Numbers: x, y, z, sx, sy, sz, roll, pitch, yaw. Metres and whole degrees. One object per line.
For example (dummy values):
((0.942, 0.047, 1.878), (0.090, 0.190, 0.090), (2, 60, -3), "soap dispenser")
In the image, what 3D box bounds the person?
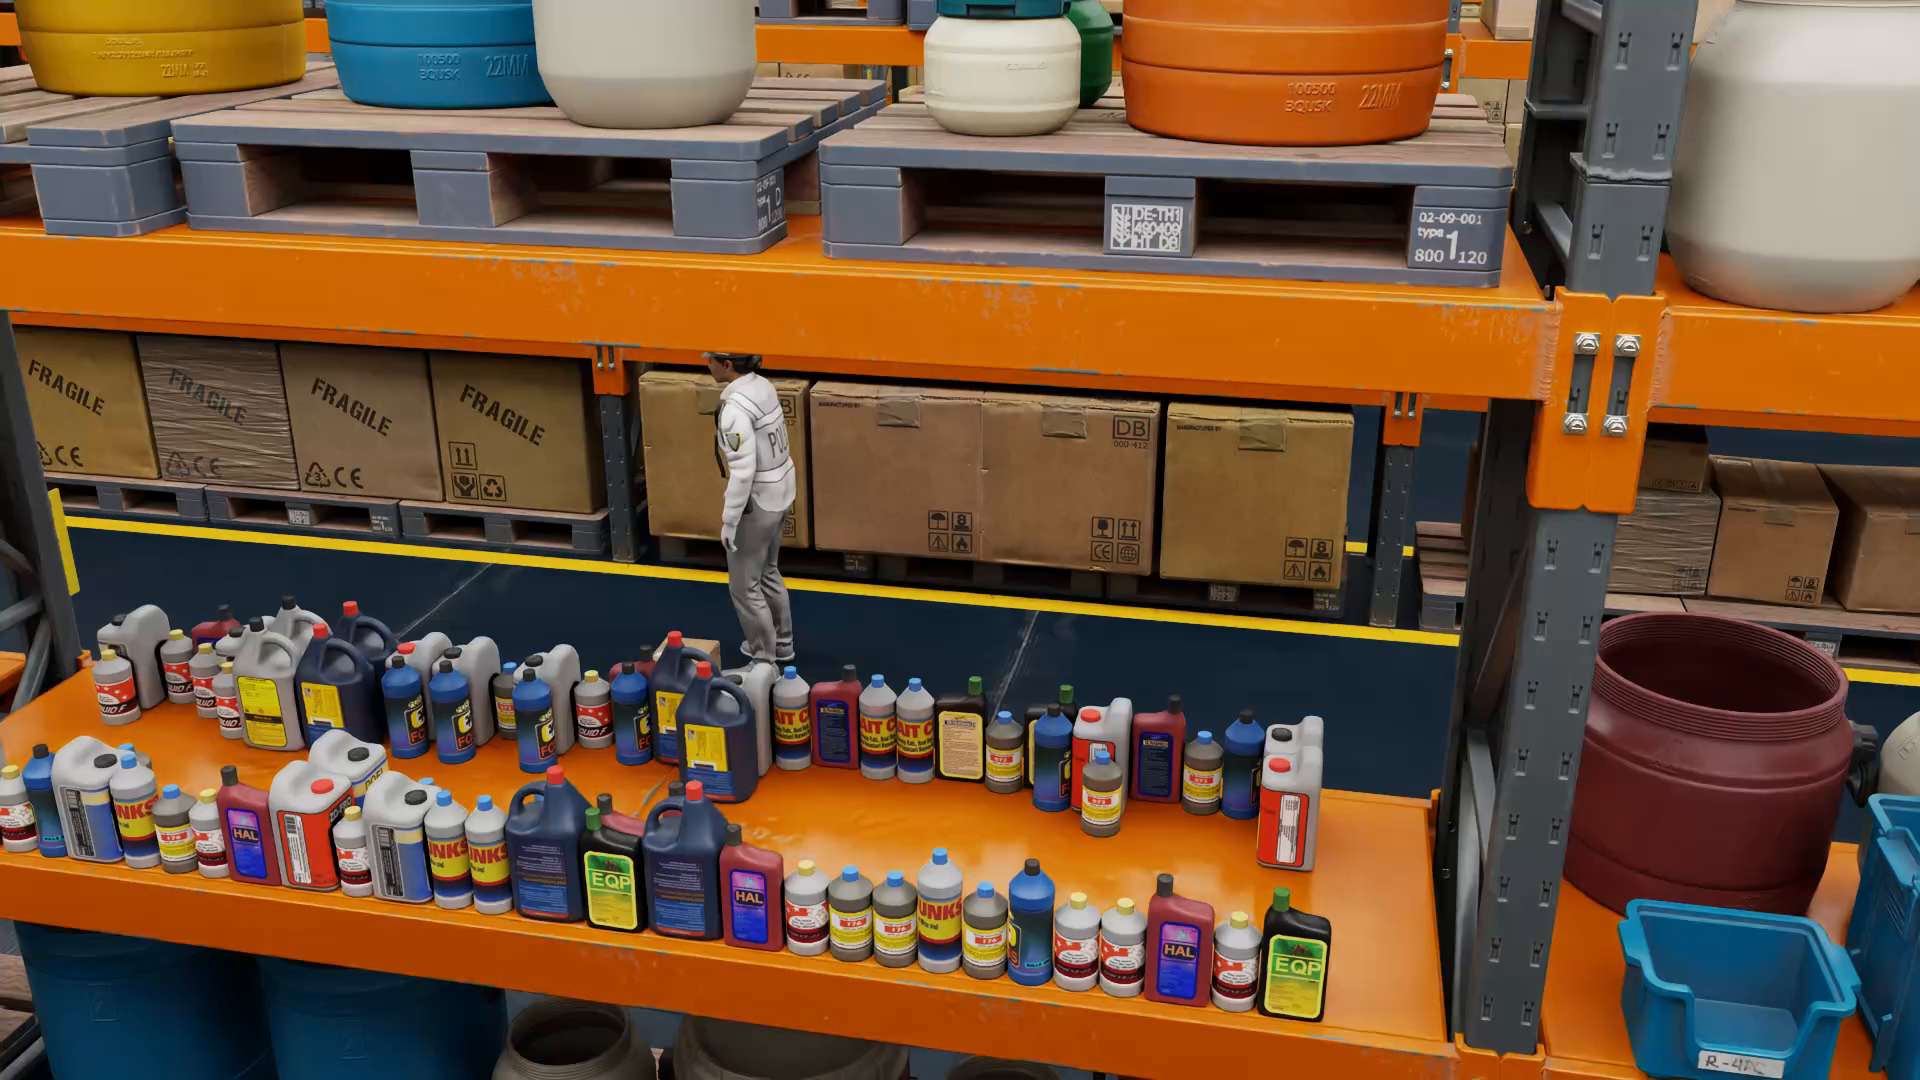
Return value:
((-0.933, -0.147, 7.450), (0.374, 1.664, 0.541), (4, 22, 10), "person")
